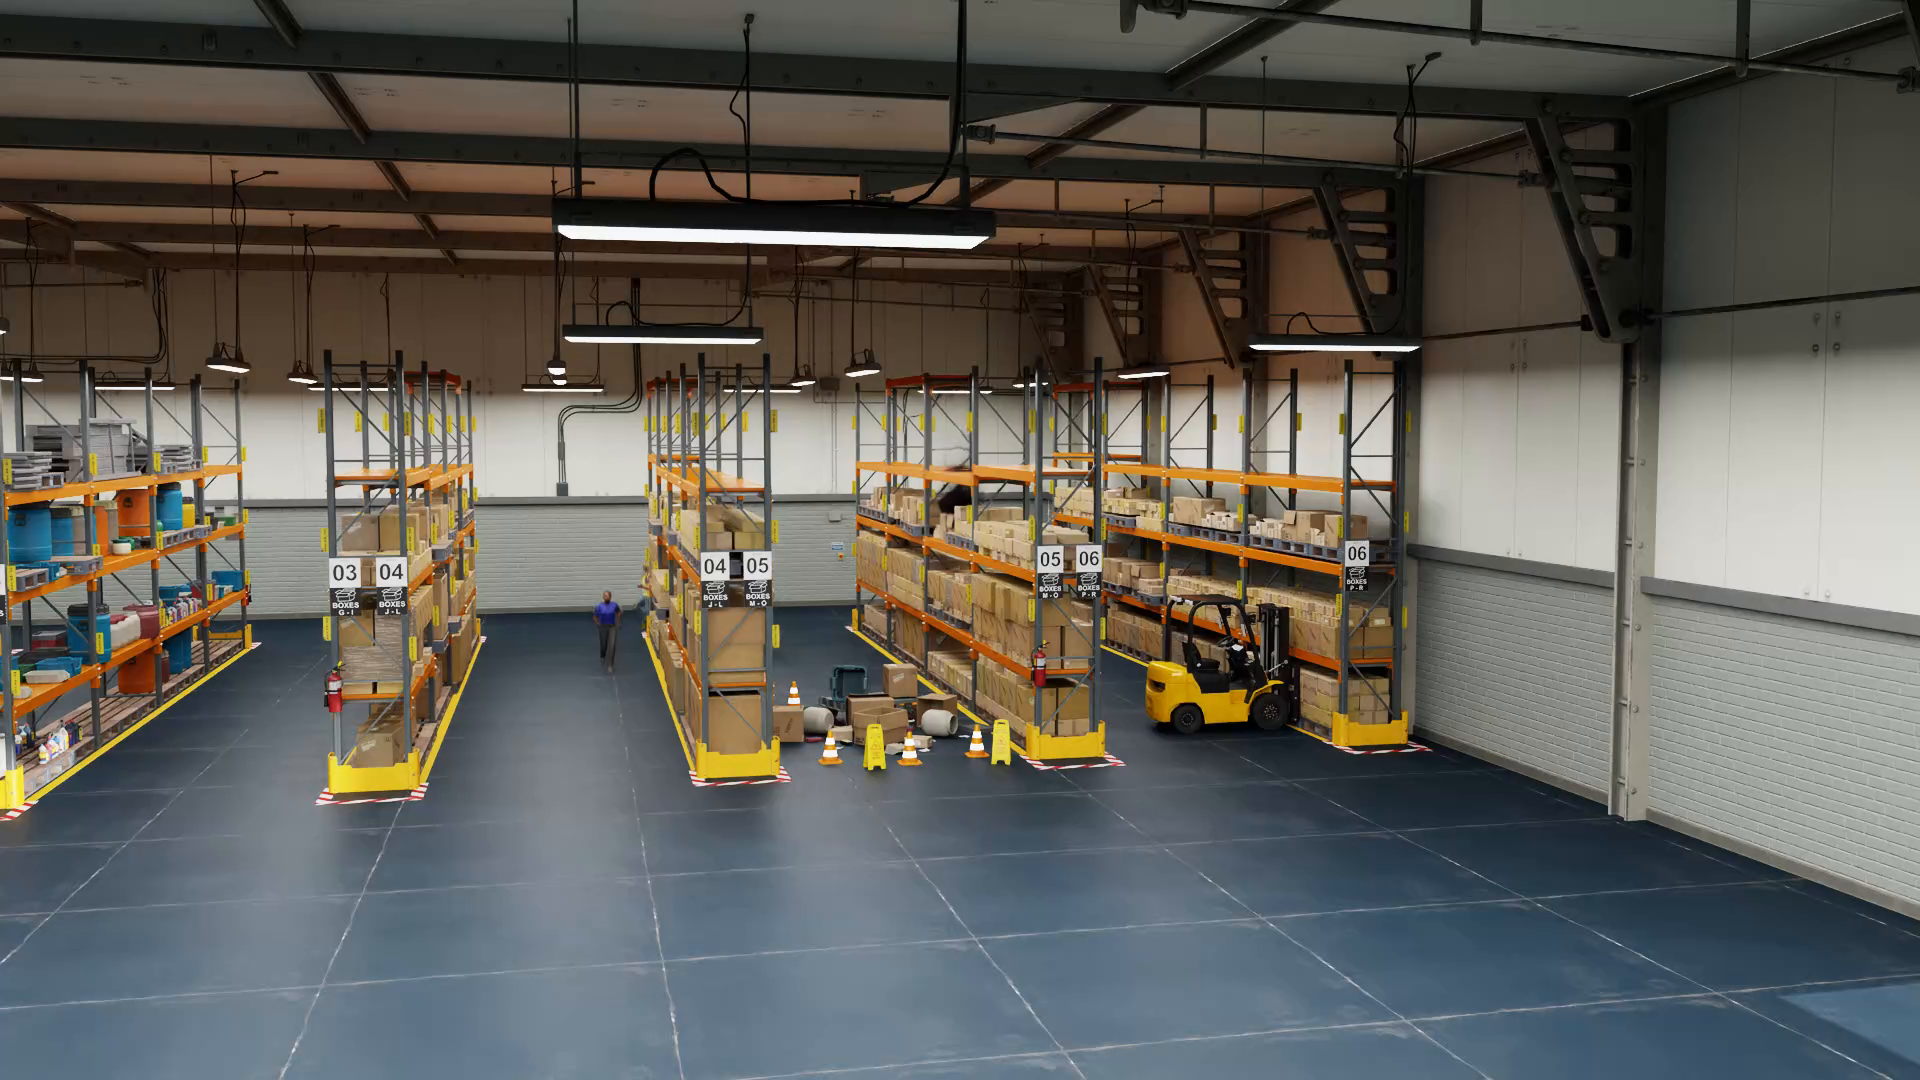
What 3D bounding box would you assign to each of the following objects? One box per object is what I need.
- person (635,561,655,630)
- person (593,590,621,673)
[{"bbox_3d":[-7.529,1.350,40.354,0.665,1.742,0.751,-2,4,-24],"label":"person"},{"bbox_3d":[-7.166,1.839,33.818,0.565,1.653,0.881,-1,4,-15],"label":"person"}]
